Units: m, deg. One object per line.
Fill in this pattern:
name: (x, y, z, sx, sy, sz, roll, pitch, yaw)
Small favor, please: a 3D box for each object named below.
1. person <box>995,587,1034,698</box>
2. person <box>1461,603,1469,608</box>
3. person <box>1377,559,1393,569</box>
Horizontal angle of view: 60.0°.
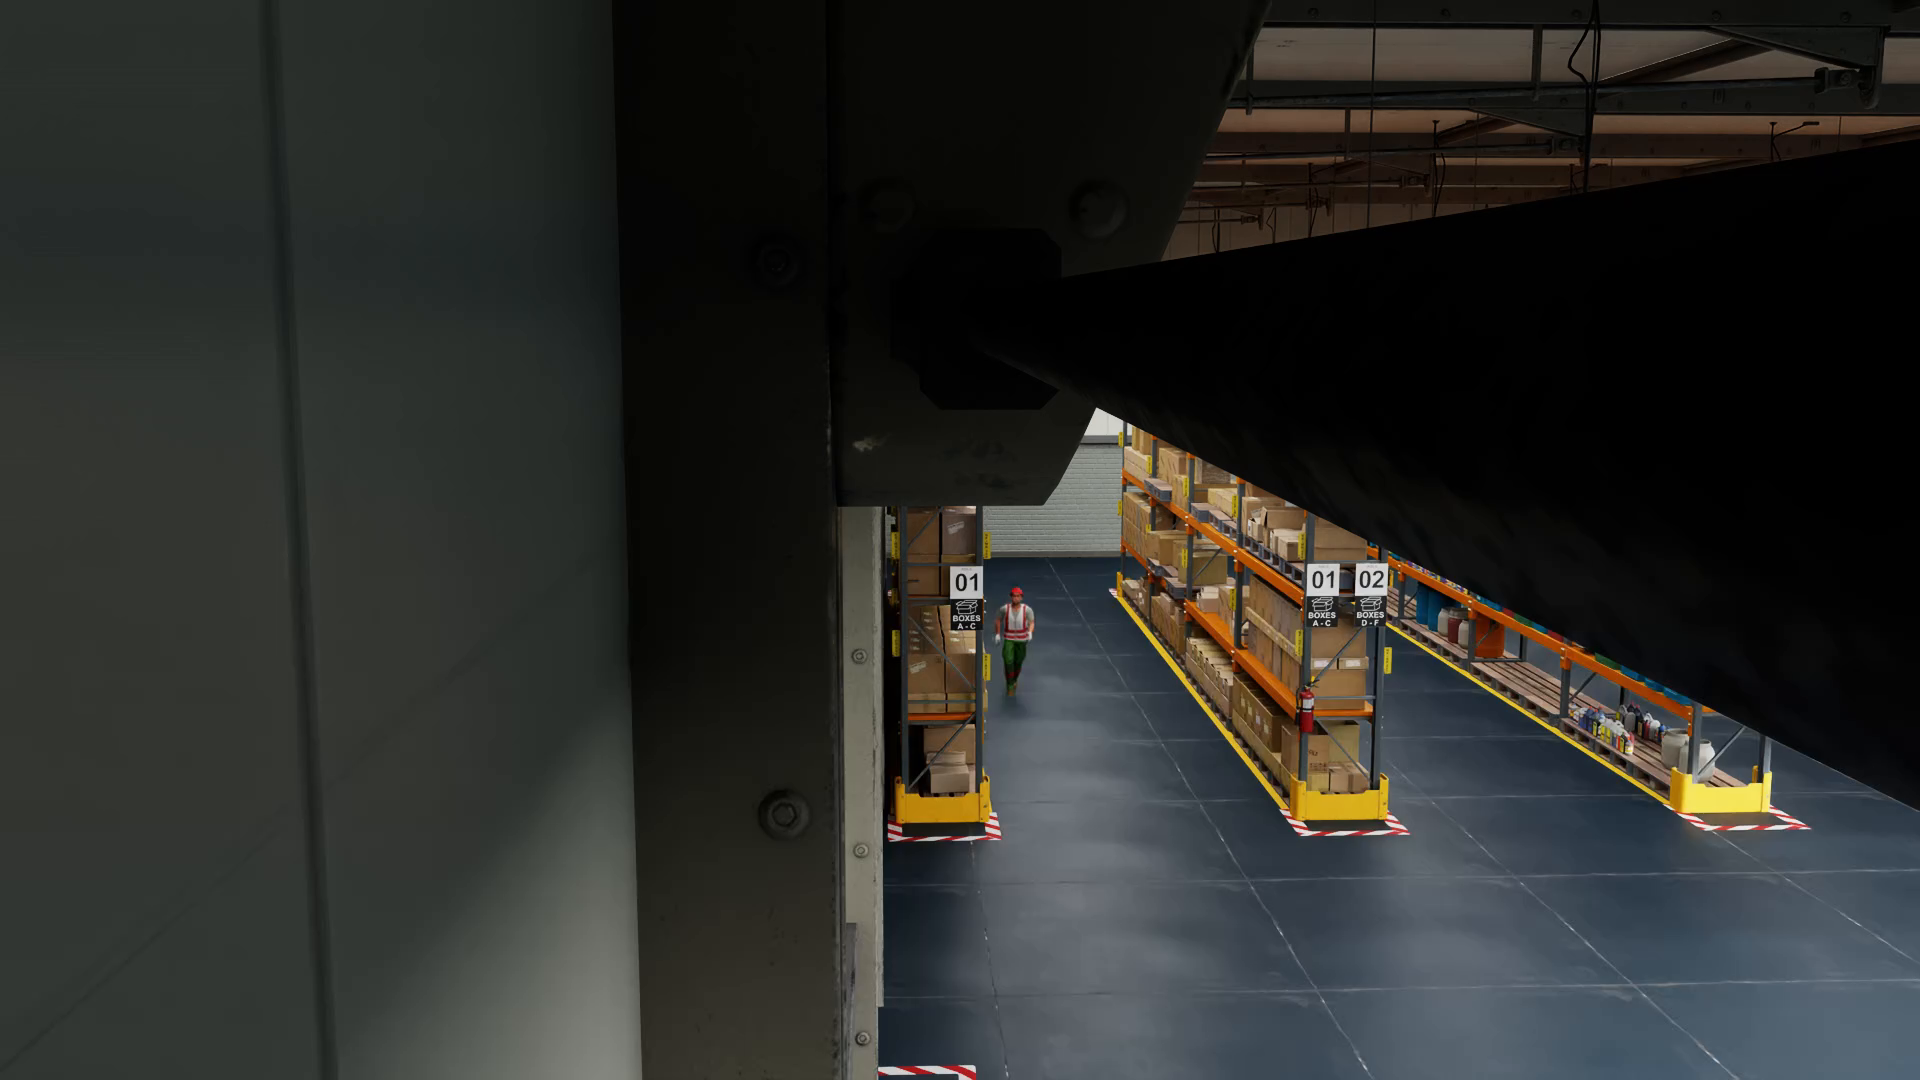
person: (0.901, 1.675, 27.311, 0.629, 1.813, 0.866, 0, 8, -2)
person: (10.441, 0.658, 34.844, 0.557, 1.606, 0.338, -6, 10, -36)
person: (10.123, -0.112, 39.581, 0.590, 1.760, 0.689, 4, 9, 26)
